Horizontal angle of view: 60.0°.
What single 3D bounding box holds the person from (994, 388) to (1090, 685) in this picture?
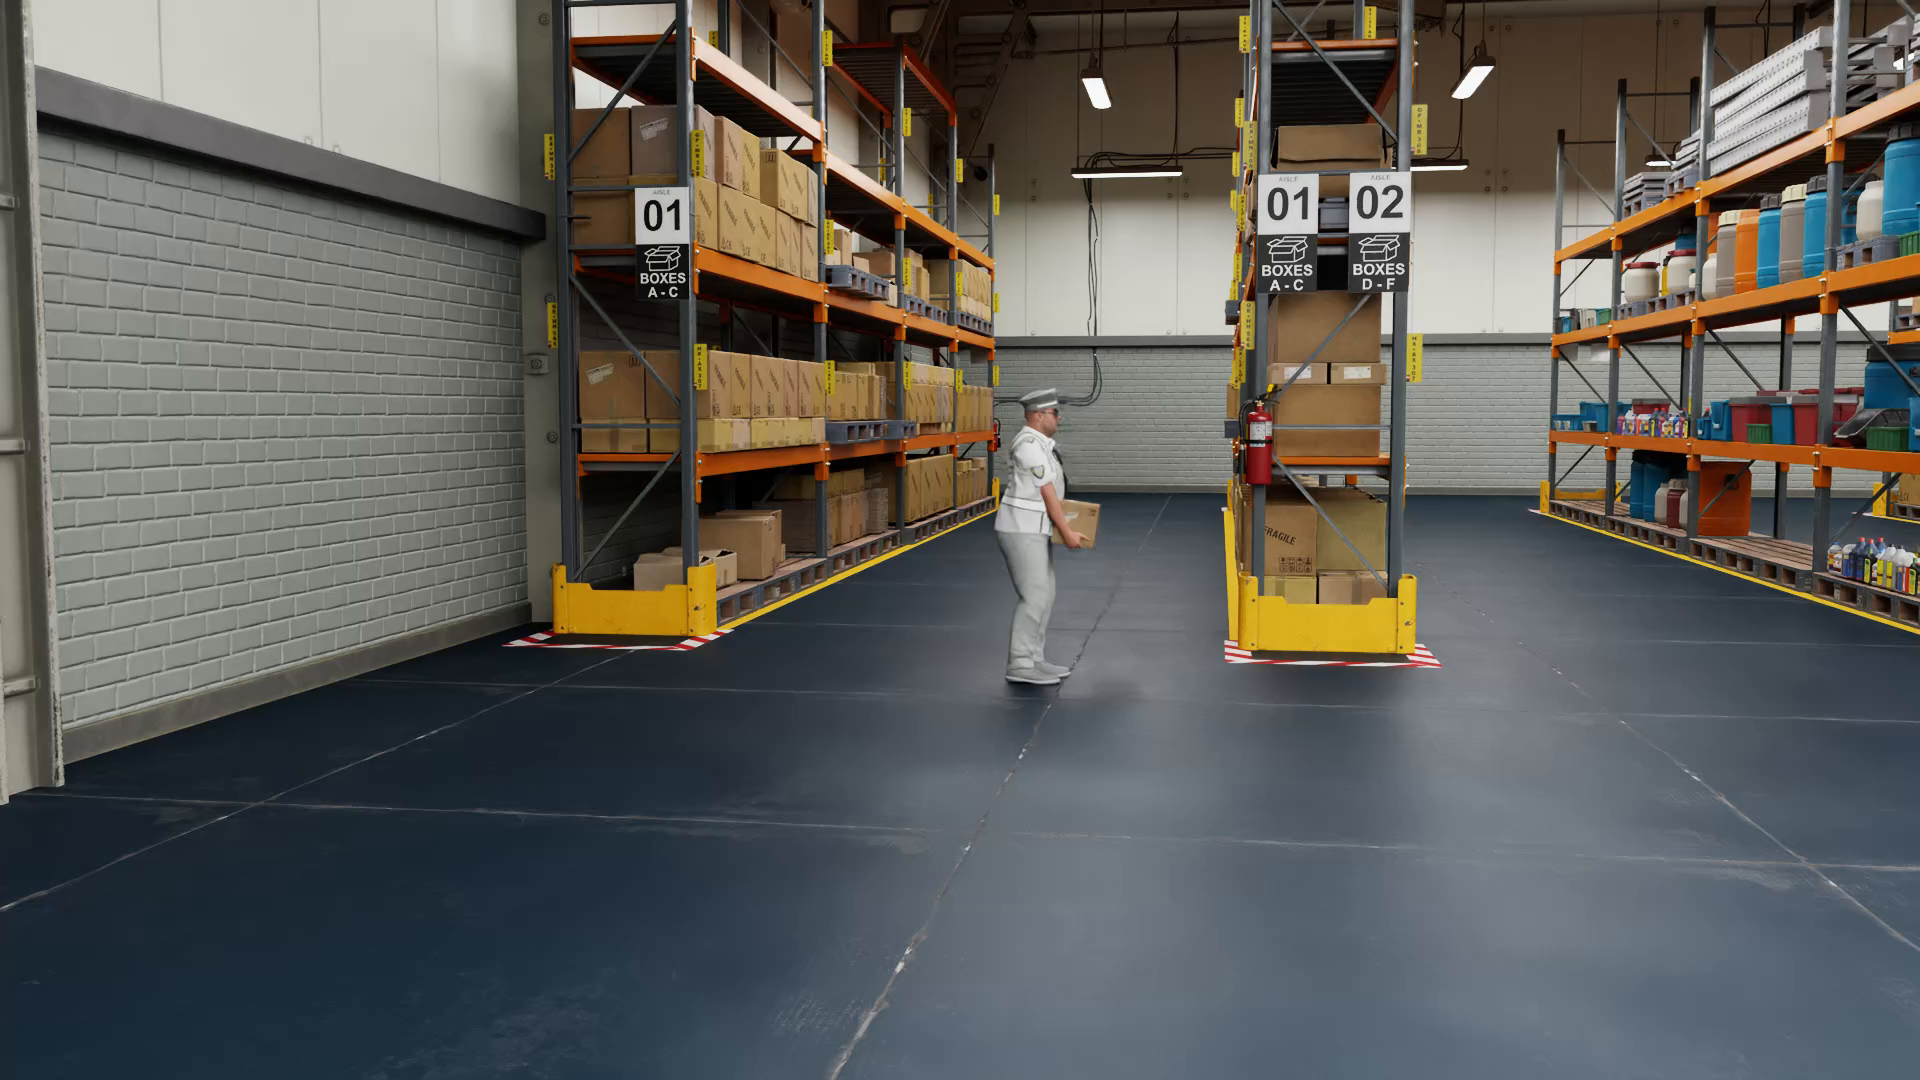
[{"bbox_3d":[0.500,-0.032,9.994,0.583,1.761,0.488,1,4,8],"label":"person"}]
